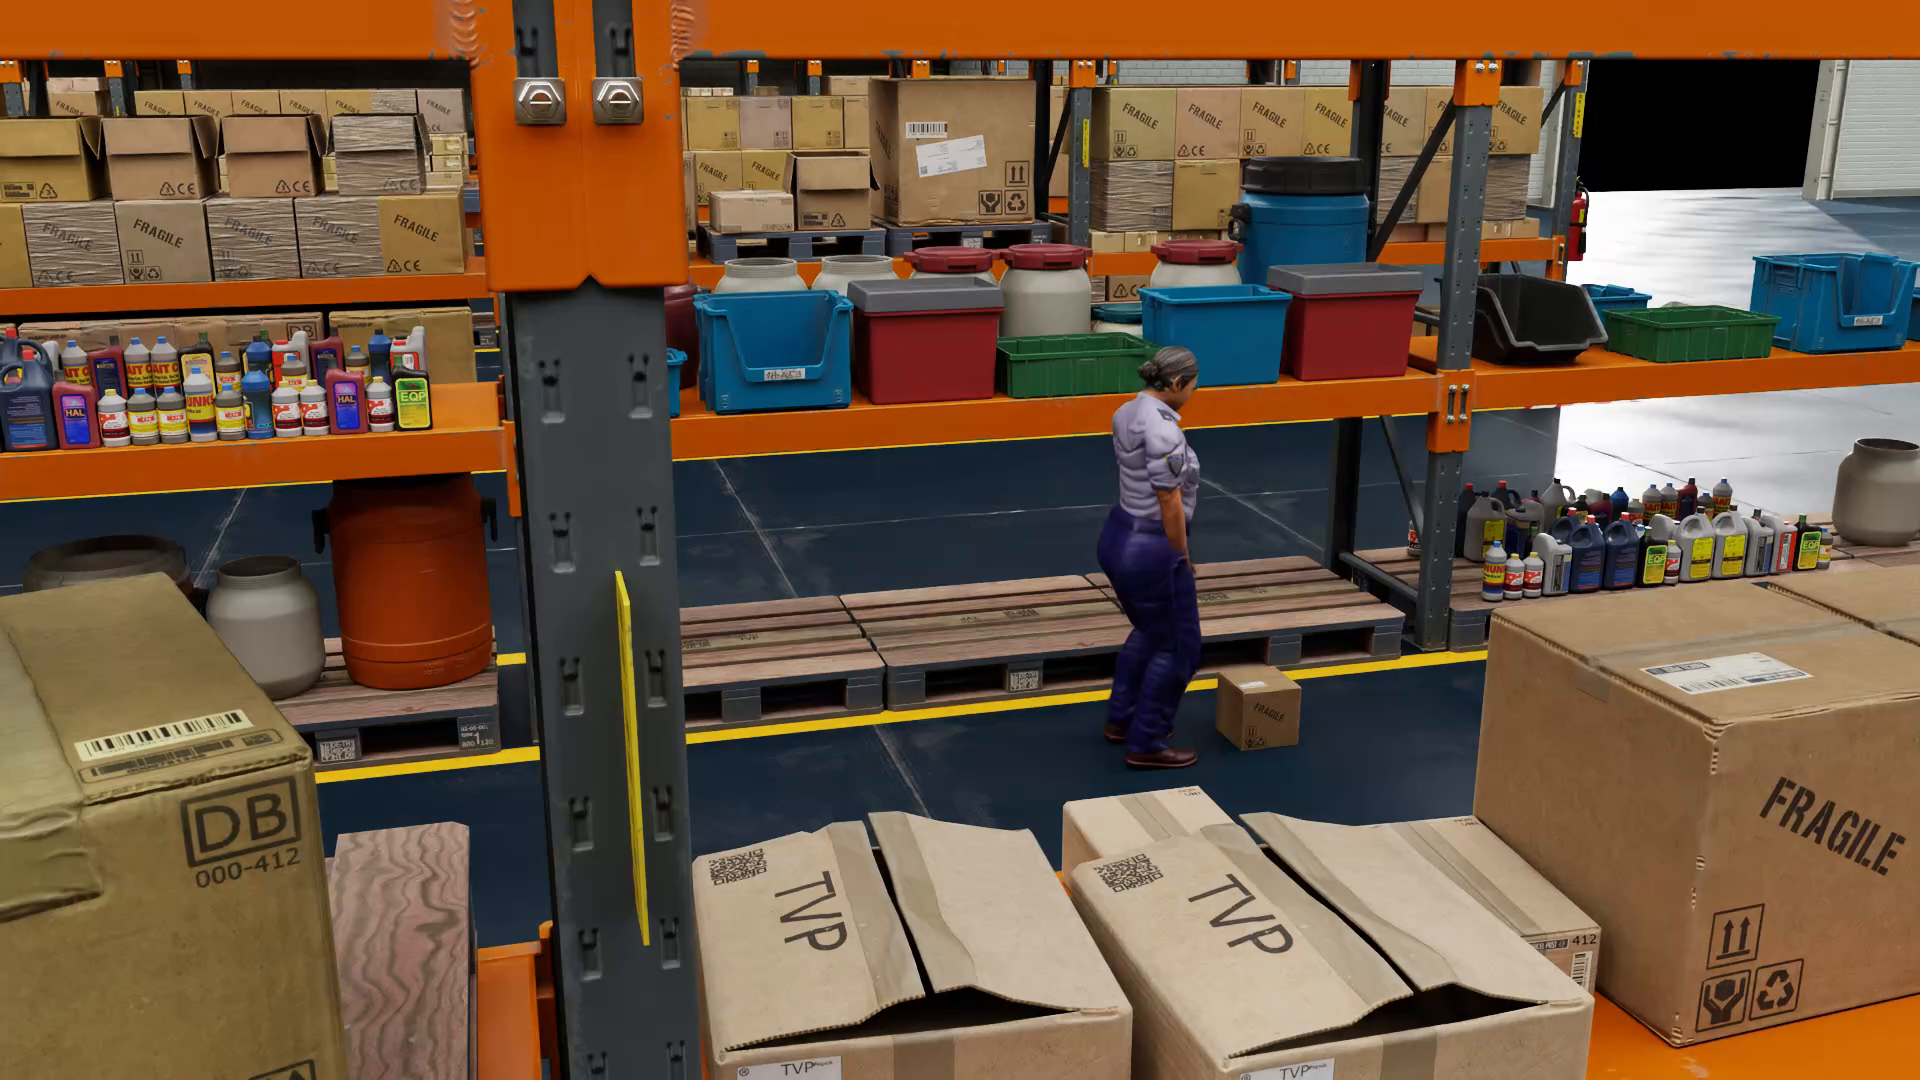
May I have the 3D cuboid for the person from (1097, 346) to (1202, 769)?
[{"bbox_3d":[0.728,0.060,6.422,0.372,1.621,0.489,-4,17,-14],"label":"person"}]
